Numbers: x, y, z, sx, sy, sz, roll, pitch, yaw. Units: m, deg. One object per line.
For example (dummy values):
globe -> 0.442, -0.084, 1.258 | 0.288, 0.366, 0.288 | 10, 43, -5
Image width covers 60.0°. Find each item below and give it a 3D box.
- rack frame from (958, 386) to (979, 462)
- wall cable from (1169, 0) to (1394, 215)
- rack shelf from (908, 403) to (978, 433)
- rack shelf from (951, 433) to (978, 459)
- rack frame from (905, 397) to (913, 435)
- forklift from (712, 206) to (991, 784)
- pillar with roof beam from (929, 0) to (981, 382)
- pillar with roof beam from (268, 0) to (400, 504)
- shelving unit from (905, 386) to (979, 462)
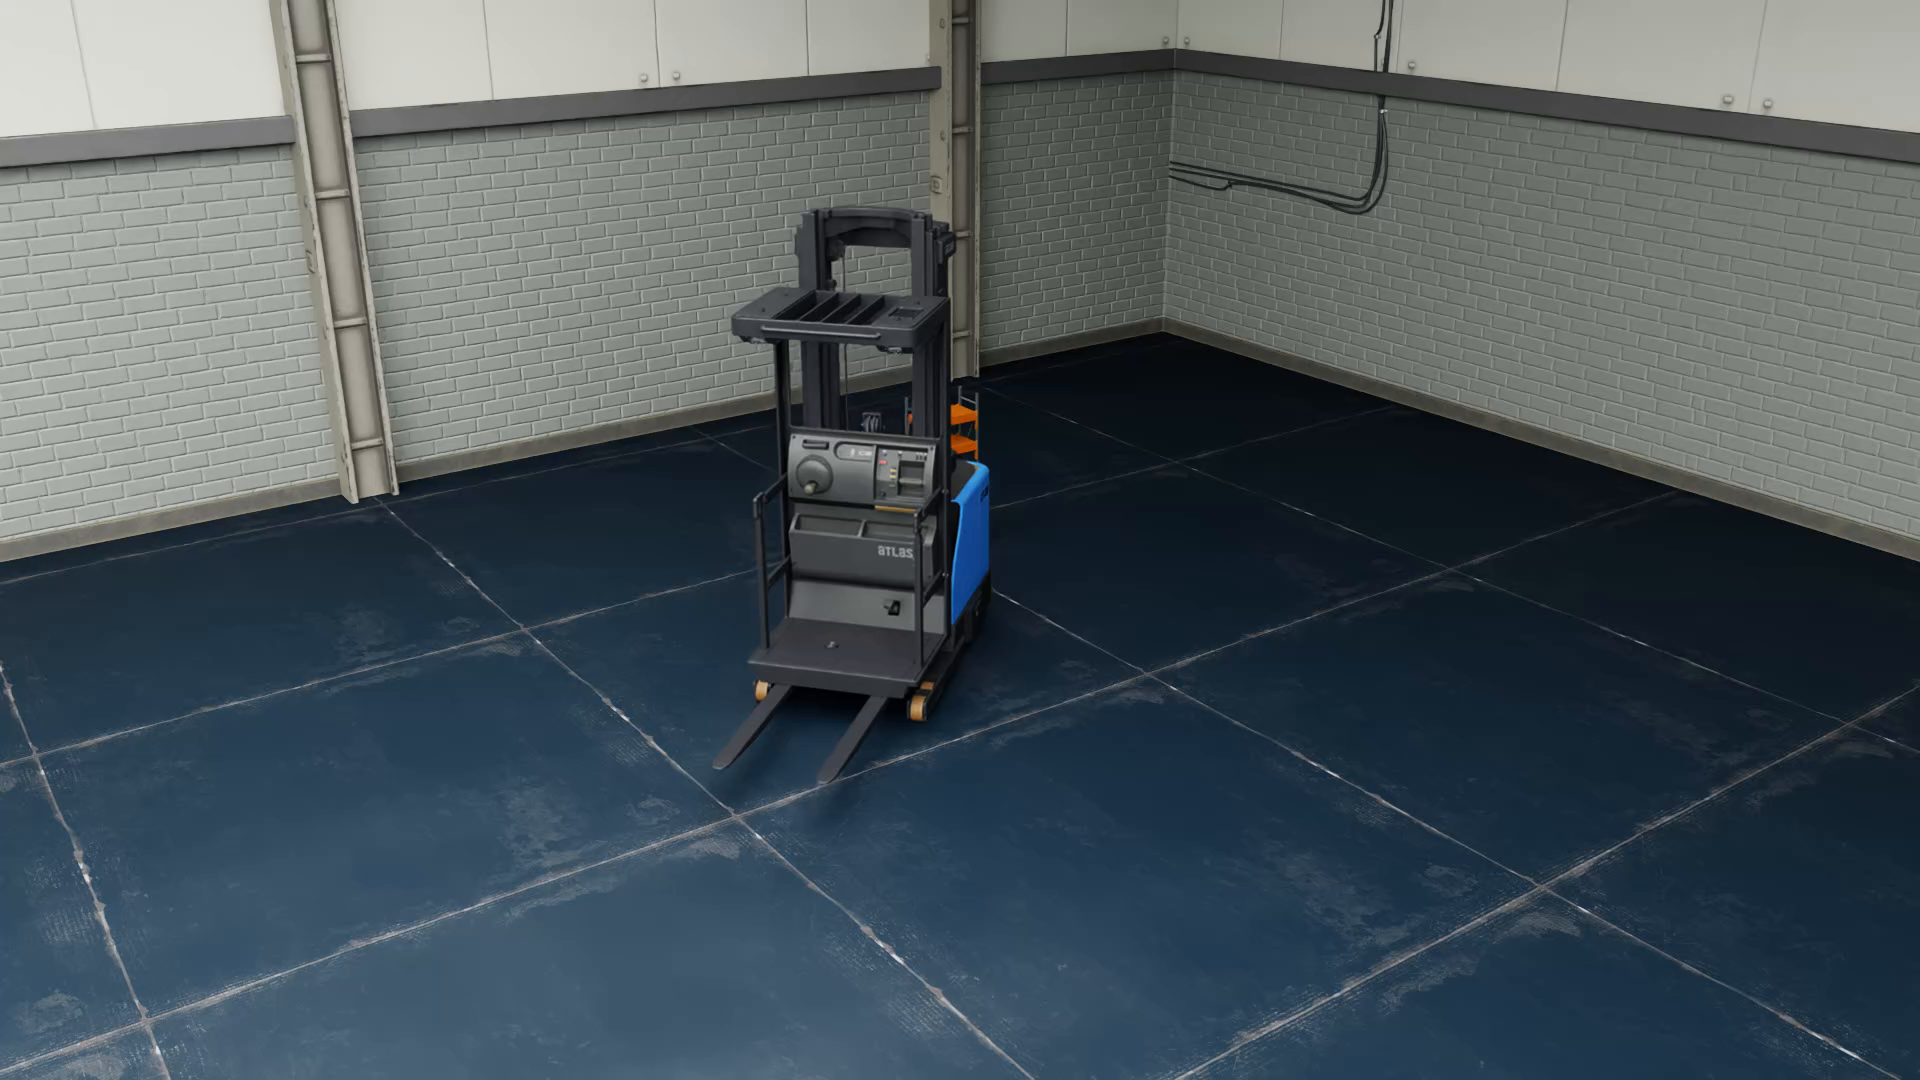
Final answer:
rack frame -> 0.064, -0.574, 12.717 | 0.015, 1.200, 0.240 | -15, 26, -33
wall cable -> 3.117, -4.663, 16.629 | 0.112, 2.526, 3.097 | -15, 26, -33
rack shelf -> -0.134, -0.886, 12.439 | 0.480, 0.148, 0.258 | -15, 26, -33
rack shelf -> -0.134, -0.667, 12.526 | 0.480, 0.148, 0.258 | -15, 26, -33
rack frame -> -0.332, -0.469, 12.452 | 0.015, 1.200, 0.240 | -15, 26, -33
forklift -> -0.655, -0.411, 9.971 | 1.130, 2.935, 3.031 | 6, 22, 14
pillar with roof beam -> 2.468, -4.570, 12.207 | 0.400, 9.000, 9.100 | -15, 26, -33
pillar with roof beam -> -2.402, -3.271, 8.952 | 0.400, 9.000, 9.100 | -15, 26, -33
shelving unit -> -0.134, -0.521, 12.584 | 0.503, 1.200, 0.258 | -15, 26, -33
